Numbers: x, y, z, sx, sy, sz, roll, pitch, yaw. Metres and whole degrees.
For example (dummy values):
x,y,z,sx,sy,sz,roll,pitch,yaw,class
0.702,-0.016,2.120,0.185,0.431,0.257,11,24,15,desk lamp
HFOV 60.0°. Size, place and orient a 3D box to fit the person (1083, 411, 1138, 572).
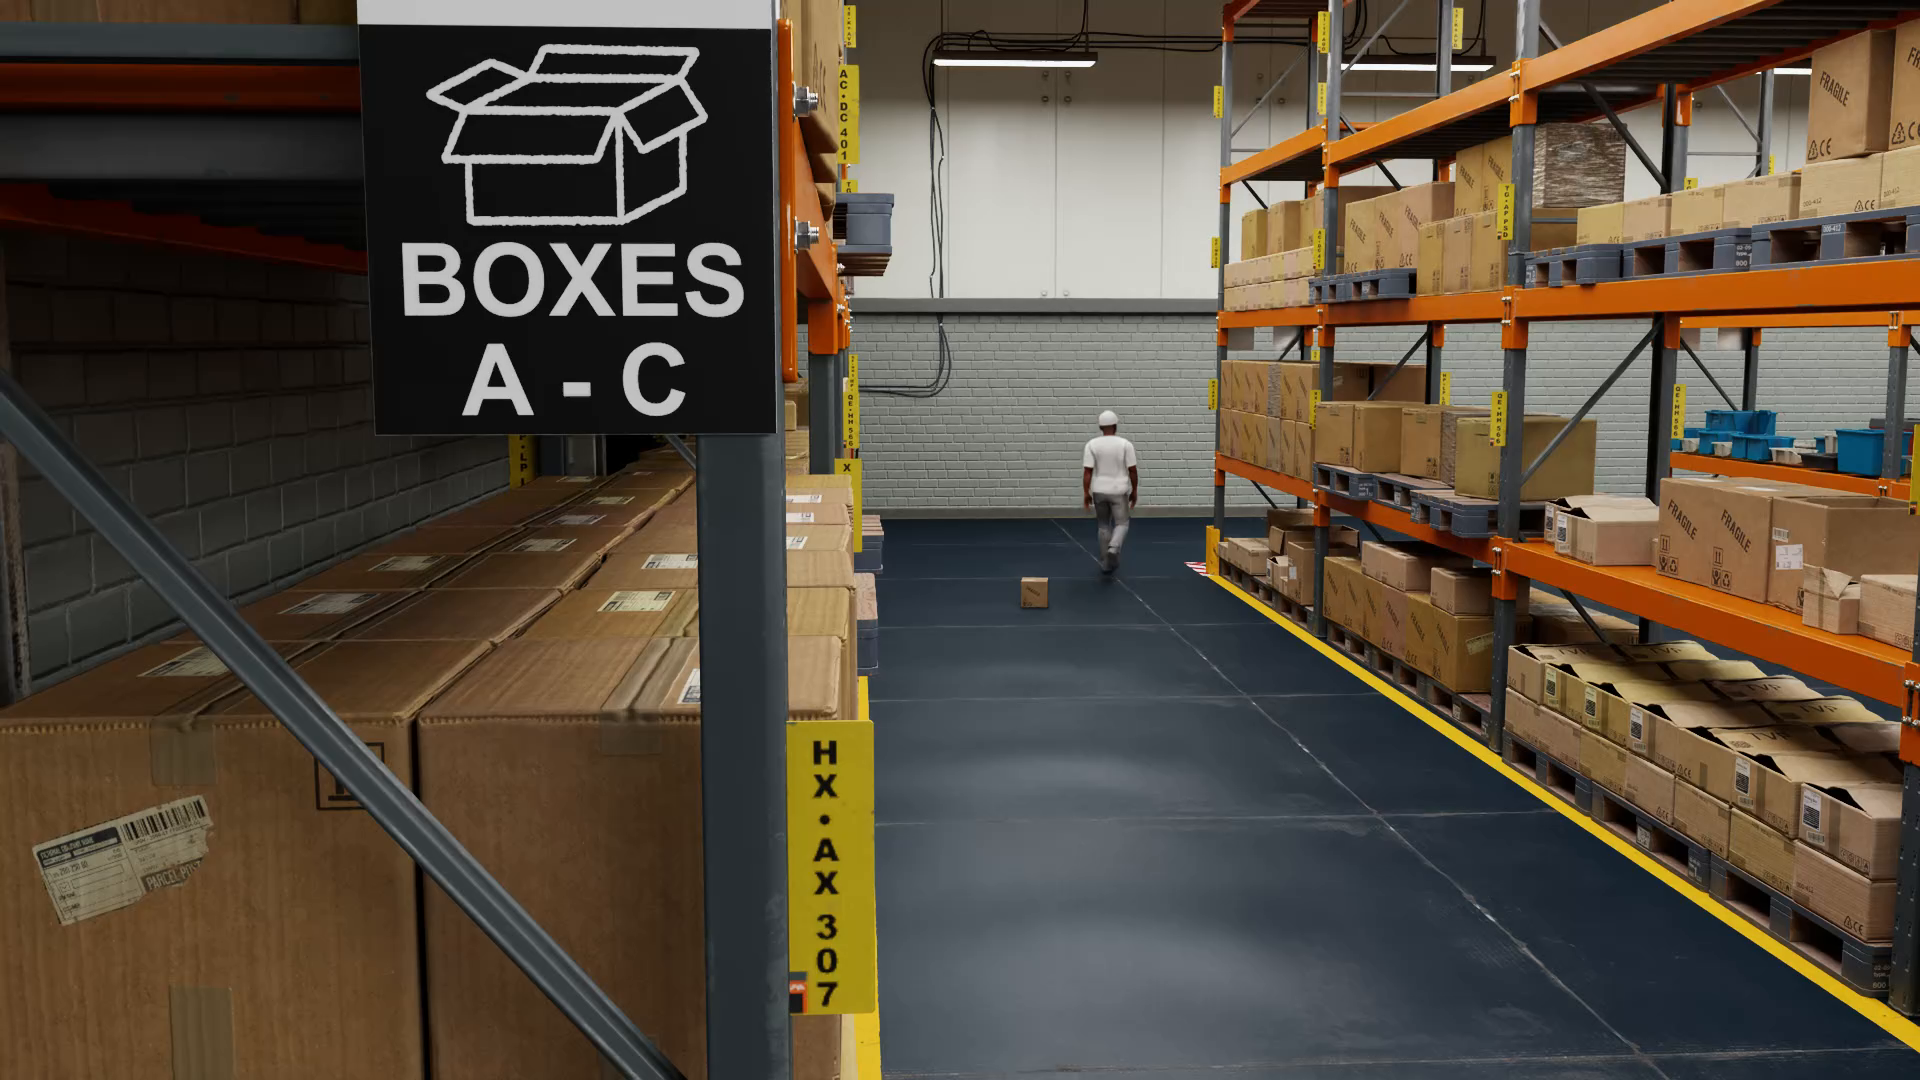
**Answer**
x,y,z,sx,sy,sz,roll,pitch,yaw,class
1.616,-0.509,17.835,0.577,1.743,0.787,2,7,14,person
